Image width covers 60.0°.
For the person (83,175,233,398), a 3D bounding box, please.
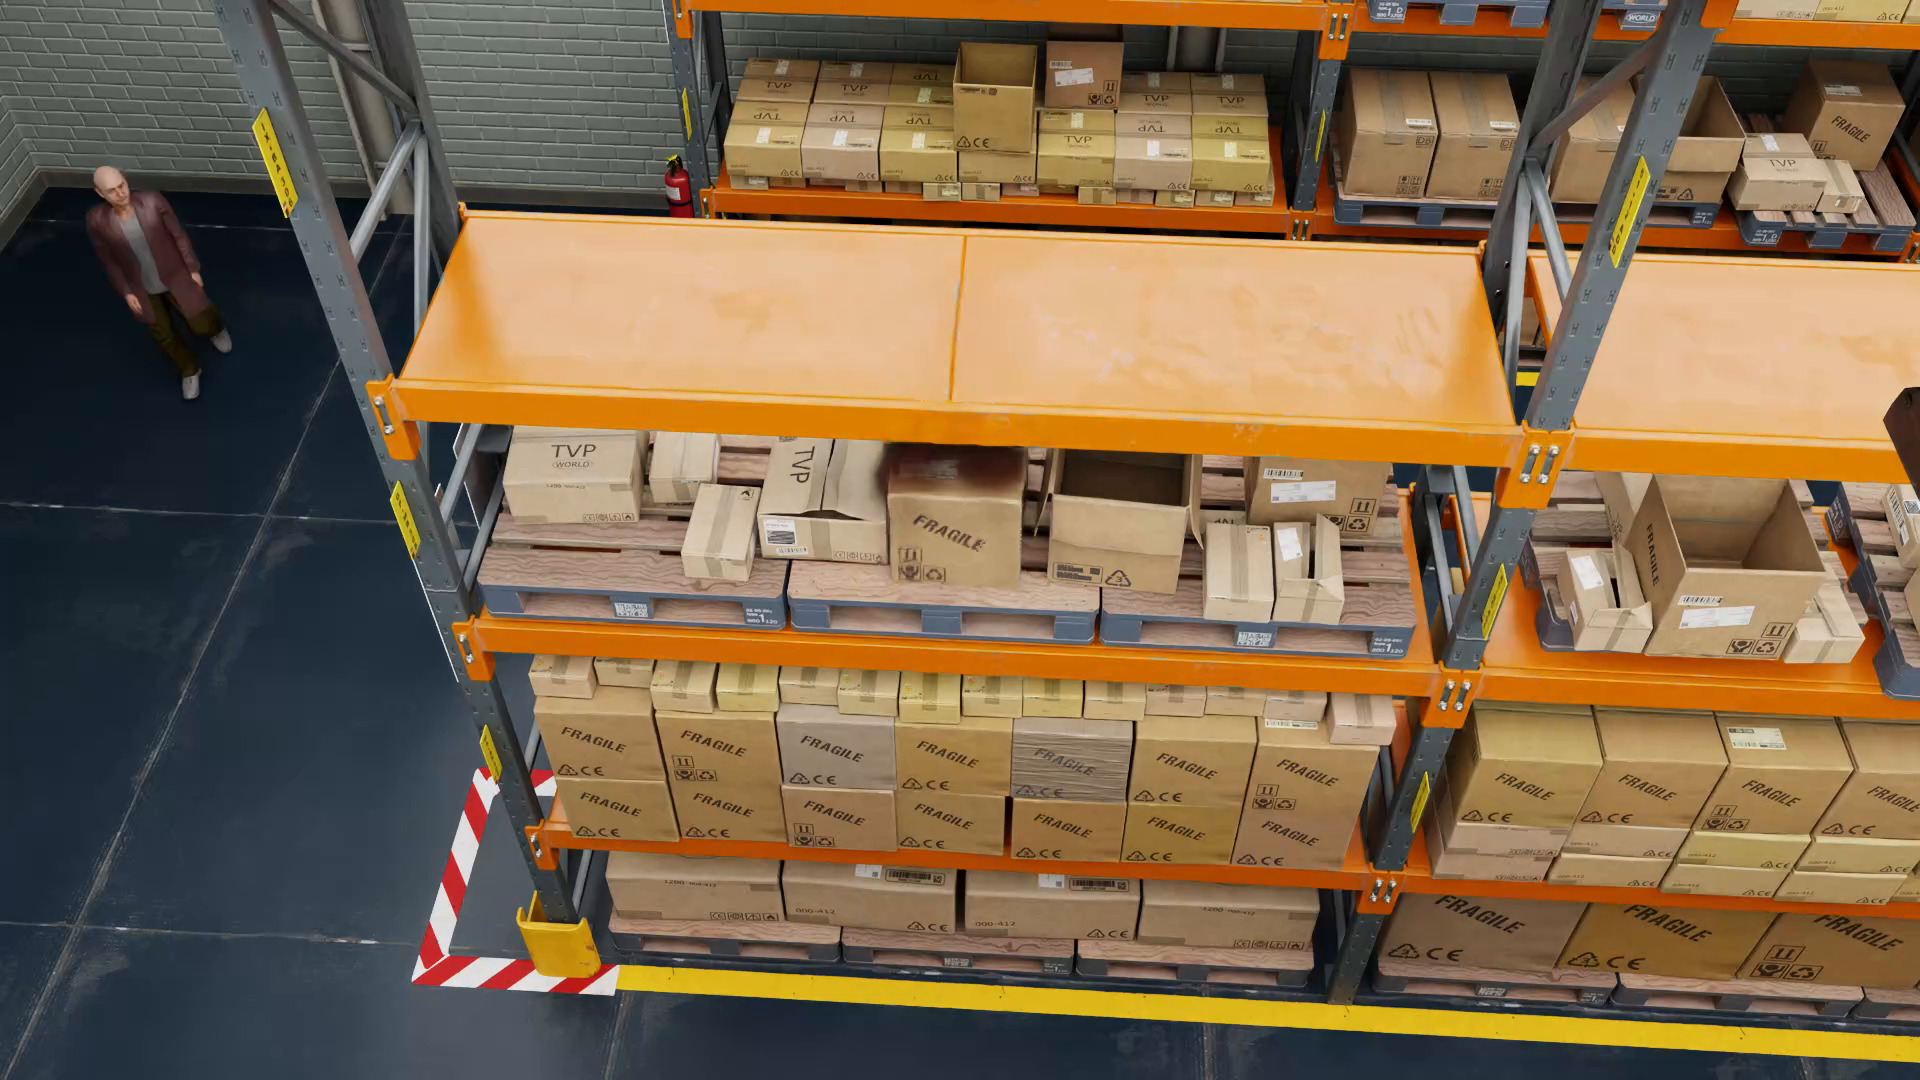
[{"bbox_3d":[-5.336,-1.661,11.035,0.575,1.764,0.607,-9,48,-8],"label":"person"}]
